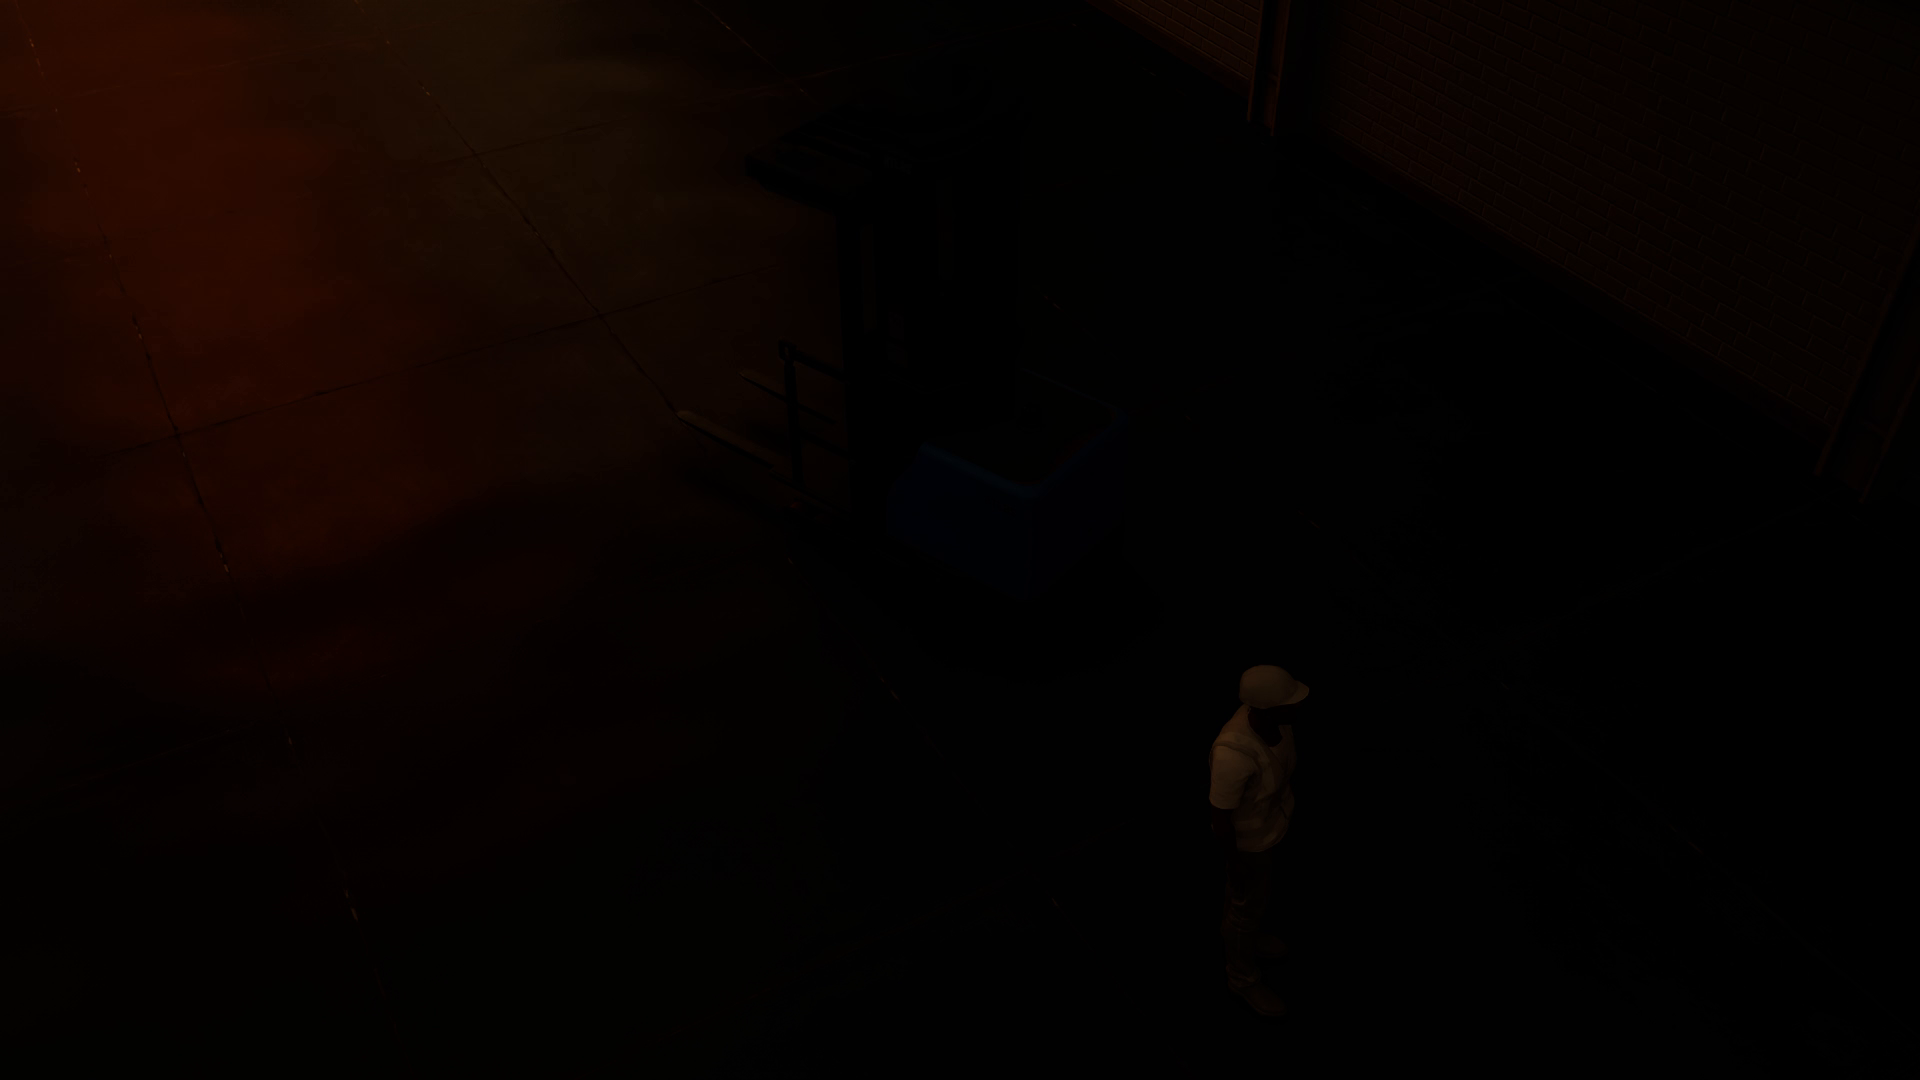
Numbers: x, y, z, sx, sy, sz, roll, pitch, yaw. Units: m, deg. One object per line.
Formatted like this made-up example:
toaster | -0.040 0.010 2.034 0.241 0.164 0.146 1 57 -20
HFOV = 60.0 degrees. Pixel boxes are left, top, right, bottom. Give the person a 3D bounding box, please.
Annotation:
person | 1.379 1.282 7.392 0.577 1.765 0.666 20 44 22

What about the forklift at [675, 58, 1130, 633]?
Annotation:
forklift | -0.481 -1.366 9.683 3.031 2.935 1.130 26 46 28
